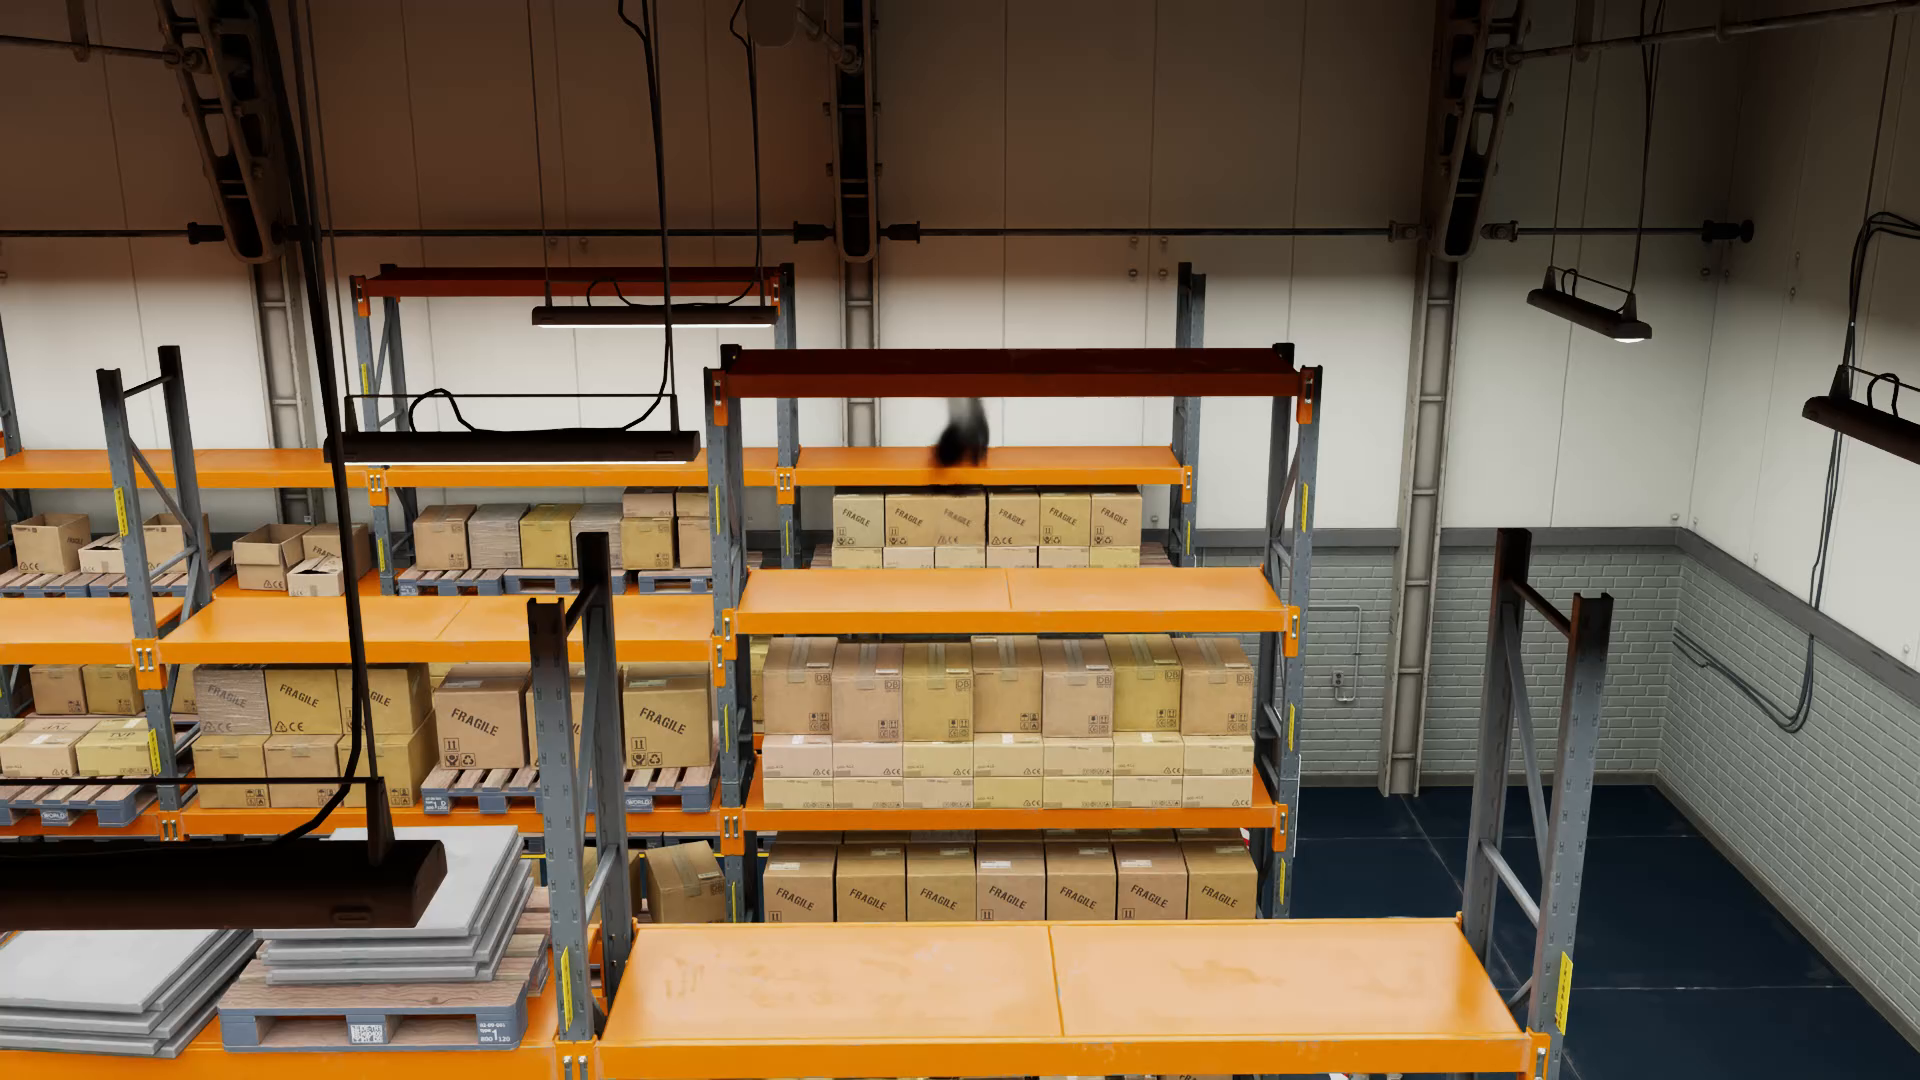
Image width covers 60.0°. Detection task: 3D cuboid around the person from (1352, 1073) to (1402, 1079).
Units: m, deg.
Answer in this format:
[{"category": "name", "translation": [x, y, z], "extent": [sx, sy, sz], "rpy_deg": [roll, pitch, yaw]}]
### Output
[{"category": "person", "translation": [3.426, 3.660, 13.091], "extent": [0.603, 1.606, 0.864], "rpy_deg": [7, 17, 22]}]
